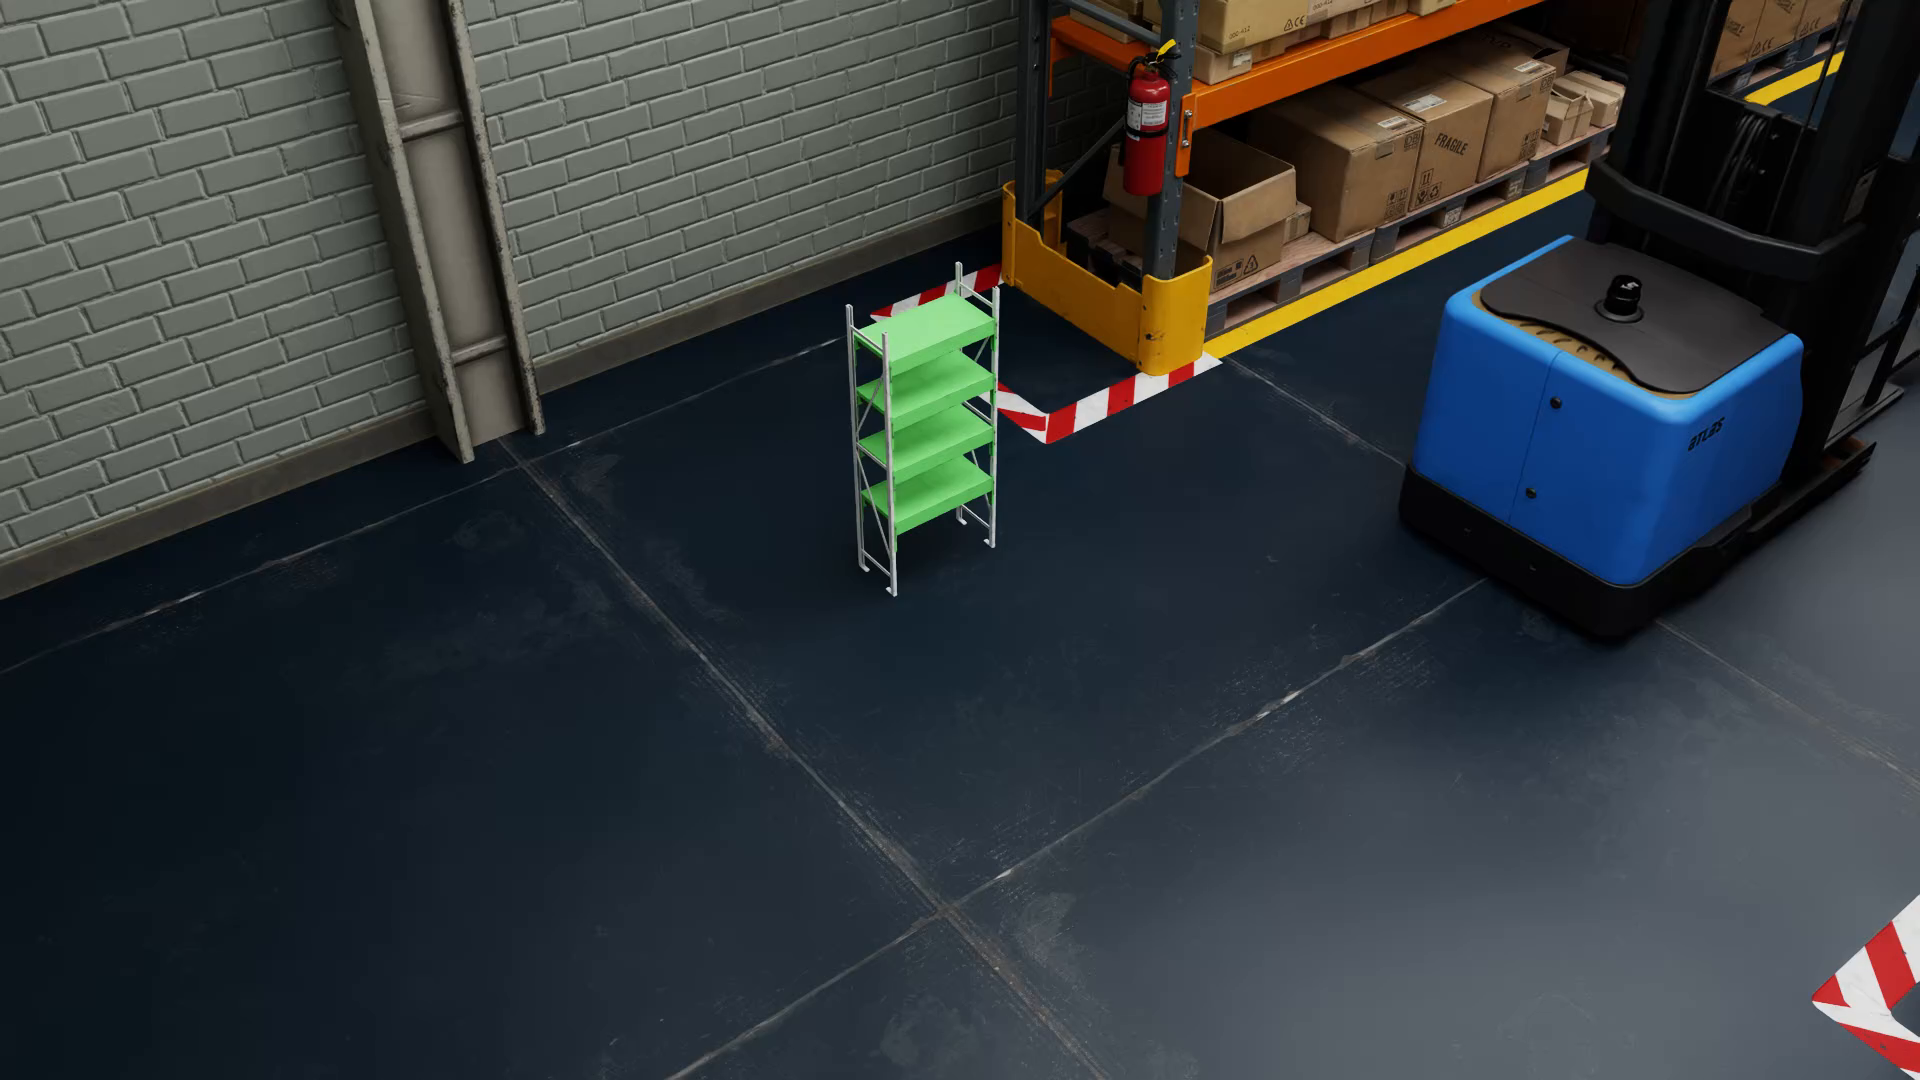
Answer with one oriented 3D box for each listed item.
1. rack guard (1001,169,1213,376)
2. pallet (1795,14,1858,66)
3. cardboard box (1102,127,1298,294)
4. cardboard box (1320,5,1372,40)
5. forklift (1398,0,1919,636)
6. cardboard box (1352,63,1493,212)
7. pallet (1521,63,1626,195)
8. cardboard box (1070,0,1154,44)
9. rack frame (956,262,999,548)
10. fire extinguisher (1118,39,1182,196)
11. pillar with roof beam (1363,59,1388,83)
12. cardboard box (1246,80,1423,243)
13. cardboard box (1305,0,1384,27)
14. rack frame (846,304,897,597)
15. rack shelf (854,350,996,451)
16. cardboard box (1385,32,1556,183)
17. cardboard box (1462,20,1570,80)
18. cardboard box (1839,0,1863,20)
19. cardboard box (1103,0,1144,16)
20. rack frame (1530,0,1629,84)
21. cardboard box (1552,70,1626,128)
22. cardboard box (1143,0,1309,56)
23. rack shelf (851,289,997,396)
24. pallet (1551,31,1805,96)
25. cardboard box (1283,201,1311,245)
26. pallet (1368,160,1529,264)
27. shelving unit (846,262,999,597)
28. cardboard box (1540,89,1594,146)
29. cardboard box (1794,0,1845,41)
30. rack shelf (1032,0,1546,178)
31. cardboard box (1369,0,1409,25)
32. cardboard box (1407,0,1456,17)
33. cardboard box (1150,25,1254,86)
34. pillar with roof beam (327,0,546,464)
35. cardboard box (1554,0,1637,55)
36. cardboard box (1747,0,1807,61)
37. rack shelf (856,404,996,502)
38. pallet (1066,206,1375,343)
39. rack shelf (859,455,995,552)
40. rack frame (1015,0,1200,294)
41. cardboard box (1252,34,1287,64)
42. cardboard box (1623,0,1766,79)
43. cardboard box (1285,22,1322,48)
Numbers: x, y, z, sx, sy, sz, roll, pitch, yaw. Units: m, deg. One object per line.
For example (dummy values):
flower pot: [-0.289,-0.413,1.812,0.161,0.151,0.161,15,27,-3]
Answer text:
rack guard: [0.674,-1.292,7.930,0.348,0.500,1.175,-26,46,-28]
pallet: [5.375,-3.504,10.855,1.213,0.211,1.003,-26,46,-28]
cardboard box: [1.156,-1.615,7.990,0.637,0.503,0.797,-28,47,-30]
cardboard box: [1.640,-2.428,7.543,0.250,0.149,0.380,-25,45,-27]
forklift: [3.245,-1.558,6.339,3.031,2.935,1.130,-28,47,-30]
cardboard box: [2.338,-2.078,8.558,0.500,0.500,0.500,-25,46,-27]
pallet: [3.240,-2.431,9.548,1.213,0.211,1.003,-26,46,-28]
cardboard box: [0.713,-2.395,7.502,0.250,0.149,0.380,-27,46,-29]
rack frame: [0.062,-0.494,6.406,0.015,1.200,0.240,-26,46,-28]
fire extinguisher: [0.779,-1.765,6.892,0.183,0.674,0.296,-26,46,-28]
pillar with roof beam: [5.307,-4.113,4.669,0.400,9.000,9.100,-26,46,-28]
cardboard box: [1.858,-1.924,8.370,0.500,0.500,0.700,-24,45,-26]
cardboard box: [1.537,-2.520,7.341,0.500,0.250,0.500,-25,46,-28]
rack frame: [-0.325,-0.306,6.176,0.015,1.200,0.240,-26,46,-28]
rack shelf: [-0.131,-0.536,6.180,0.480,0.148,0.258,-26,46,-28]
cardboard box: [2.681,-2.325,8.859,0.500,0.500,0.700,-28,47,-30]
cardboard box: [3.117,-2.761,9.539,0.500,0.311,0.500,-24,45,-27]
cardboard box: [5.535,-3.643,10.466,0.500,0.500,0.500,-28,47,-30]
cardboard box: [0.817,-2.597,7.434,0.500,0.250,0.500,-25,45,-27]
rack frame: [3.785,-3.775,8.986,0.127,3.000,1.000,-26,46,-28]
cardboard box: [3.522,-2.472,9.315,0.250,0.149,0.380,-27,47,-29]
cardboard box: [1.138,-2.326,7.103,0.500,0.250,0.500,-26,46,-28]
rack shelf: [-0.131,-0.722,6.028,0.480,0.148,0.258,-26,46,-28]
pallet: [4.407,-3.030,10.277,1.213,0.211,1.003,-26,46,-28]
cardboard box: [1.517,-1.622,8.279,0.250,0.149,0.380,-28,47,-30]
pallet: [2.272,-1.957,8.970,1.213,0.211,1.003,-26,46,-28]
shelving unit: [-0.131,-0.400,6.291,0.503,1.200,0.258,-26,46,-28]
cardboard box: [3.239,-2.379,9.109,0.258,0.266,0.396,-24,45,-27]
cardboard box: [5.120,-3.446,10.225,0.500,0.500,0.500,-27,47,-29]
rack shelf: [2.199,-2.723,8.272,4.000,0.370,1.077,-26,46,-28]
cardboard box: [1.847,-2.534,7.671,0.250,0.149,0.380,-25,46,-27]
cardboard box: [2.093,-2.593,7.744,0.250,0.149,0.380,-27,47,-29]
cardboard box: [1.041,-2.121,7.168,0.250,0.149,0.380,-26,46,-28]
pillar with roof beam: [0.550,-1.794,1.842,0.400,9.000,9.100,-26,46,-28]
cardboard box: [3.994,-3.309,10.058,0.500,0.500,0.500,-26,46,-28]
cardboard box: [4.722,-3.255,9.993,0.500,0.500,0.500,-27,46,-29]
rack shelf: [-0.131,-0.350,6.332,0.480,0.148,0.258,-26,46,-28]
pallet: [1.305,-1.488,8.398,1.213,0.211,1.003,-26,46,-28]
rack shelf: [-0.131,-0.165,6.484,0.480,0.148,0.258,-26,46,-28]
rack frame: [0.614,-2.229,7.102,0.127,3.000,1.000,-26,46,-28]
cardboard box: [1.215,-2.242,7.316,0.250,0.149,0.380,-25,45,-27]
cardboard box: [4.306,-3.044,9.736,0.500,0.500,0.500,-24,45,-26]
cardboard box: [1.402,-2.361,7.461,0.250,0.149,0.380,-27,46,-29]
